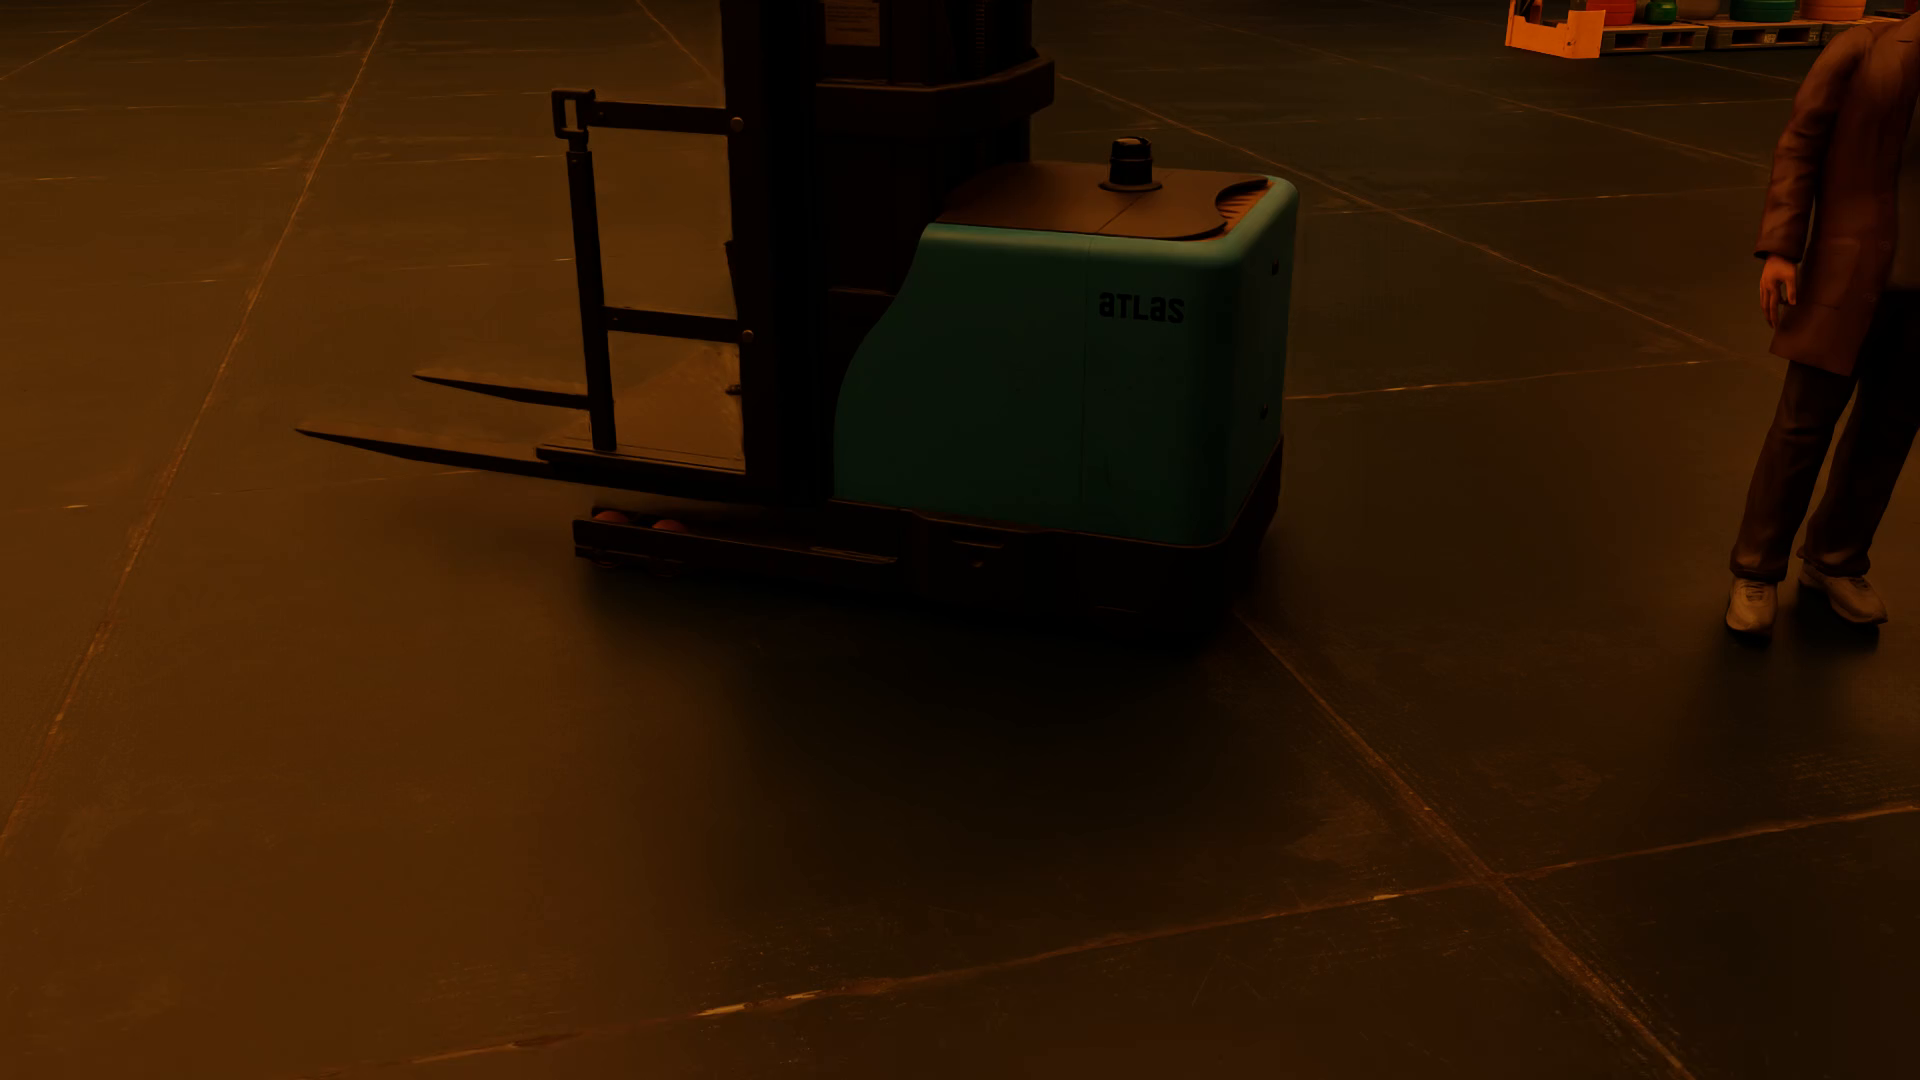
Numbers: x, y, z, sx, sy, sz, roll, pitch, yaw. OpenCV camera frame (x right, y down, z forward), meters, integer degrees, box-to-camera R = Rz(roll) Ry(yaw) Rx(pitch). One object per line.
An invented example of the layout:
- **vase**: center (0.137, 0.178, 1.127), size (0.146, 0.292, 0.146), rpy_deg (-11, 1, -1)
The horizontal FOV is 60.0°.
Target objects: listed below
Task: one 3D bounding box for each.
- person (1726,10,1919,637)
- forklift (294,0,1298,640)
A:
- **person**: center (2.409, -0.636, 4.259), size (0.695, 1.776, 0.584), rpy_deg (4, 23, 8)
- **forklift**: center (-0.596, -1.424, 4.655), size (3.031, 2.935, 1.130), rpy_deg (8, 24, 18)
